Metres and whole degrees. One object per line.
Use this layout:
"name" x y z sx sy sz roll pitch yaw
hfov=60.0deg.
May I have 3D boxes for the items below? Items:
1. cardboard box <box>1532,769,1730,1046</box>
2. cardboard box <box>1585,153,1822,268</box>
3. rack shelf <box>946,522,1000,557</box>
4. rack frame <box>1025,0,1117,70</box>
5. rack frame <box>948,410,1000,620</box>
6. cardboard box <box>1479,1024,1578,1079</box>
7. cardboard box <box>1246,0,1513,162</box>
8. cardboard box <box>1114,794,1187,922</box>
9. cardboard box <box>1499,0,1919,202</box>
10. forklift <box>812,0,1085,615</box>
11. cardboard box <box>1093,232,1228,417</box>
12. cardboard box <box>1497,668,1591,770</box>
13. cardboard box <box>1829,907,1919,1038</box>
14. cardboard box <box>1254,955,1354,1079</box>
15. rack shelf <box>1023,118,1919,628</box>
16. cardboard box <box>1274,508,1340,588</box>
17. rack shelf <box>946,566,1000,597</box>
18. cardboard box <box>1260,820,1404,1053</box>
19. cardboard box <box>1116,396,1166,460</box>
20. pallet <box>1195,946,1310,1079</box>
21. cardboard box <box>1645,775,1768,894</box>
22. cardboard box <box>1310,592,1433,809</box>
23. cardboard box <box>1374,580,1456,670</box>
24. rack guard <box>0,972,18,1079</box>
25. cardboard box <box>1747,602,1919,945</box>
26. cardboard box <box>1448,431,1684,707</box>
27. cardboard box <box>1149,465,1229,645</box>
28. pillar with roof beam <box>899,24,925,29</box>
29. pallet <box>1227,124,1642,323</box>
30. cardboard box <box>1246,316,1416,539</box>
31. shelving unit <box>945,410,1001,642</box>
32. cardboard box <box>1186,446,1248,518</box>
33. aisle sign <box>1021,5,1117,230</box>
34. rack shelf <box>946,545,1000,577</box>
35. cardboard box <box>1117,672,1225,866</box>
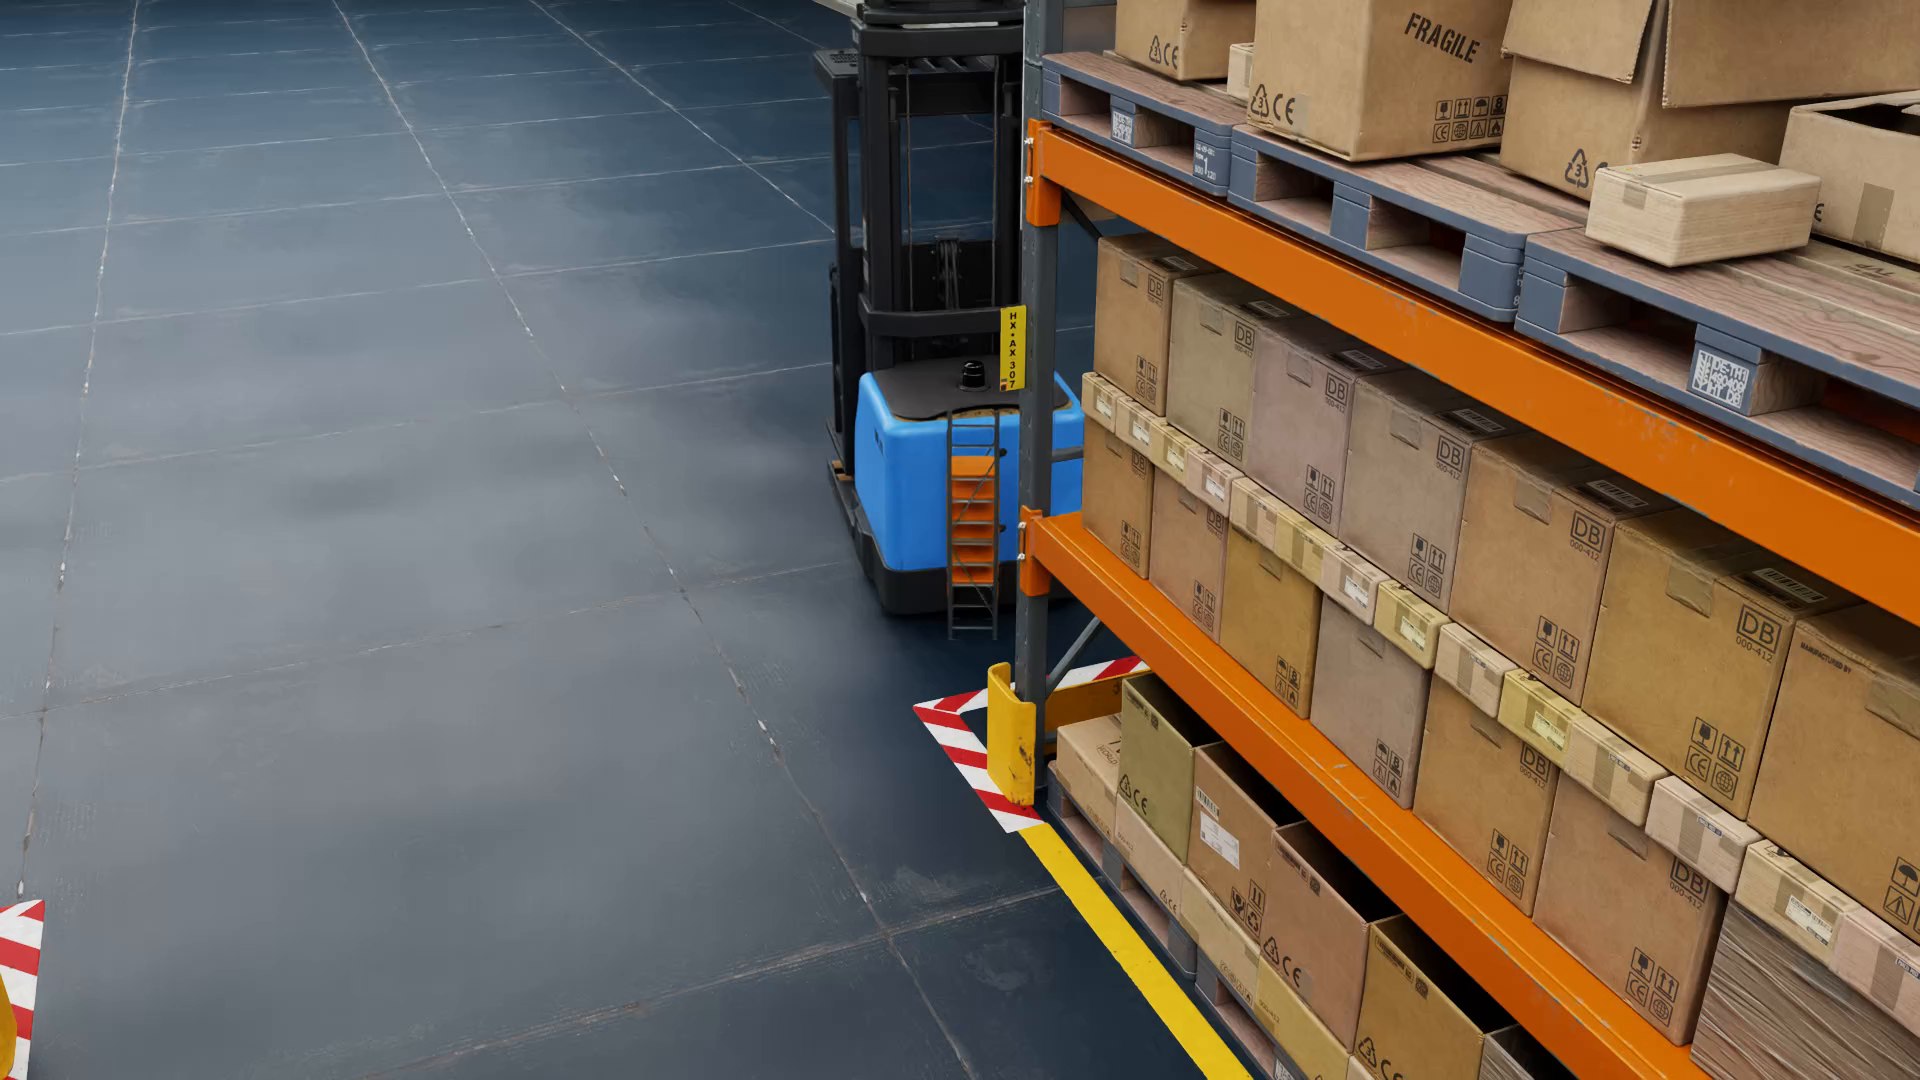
"cardboard box" 1.886 0.796 4.086 0.700 0.500 0.500 -11 28 -21
"cardboard box" 1.554 -0.696 3.485 0.380 0.149 0.250 -11 28 -21
"rack shelf" 0.063 -0.013 7.991 0.258 0.103 0.180 1 34 1
"rack frame" 0.711 -3.080 5.301 1.000 3.000 0.127 -11 28 -21
"rack frame" 0.065 -0.100 8.043 0.240 1.200 0.006 1 34 1
"cardboard box" 1.710 1.587 4.381 0.500 0.500 0.500 -11 28 -21
"cardboard box" 1.110 -1.311 4.345 0.500 0.500 0.500 -11 28 -21
"cardboard box" 0.916 1.119 6.195 0.500 0.250 0.500 -11 28 -21
"cardboard box" 1.749 -1.101 3.912 0.797 0.503 0.637 -7 27 -15
"forklift" -0.173 -1.568 9.120 1.130 2.935 3.031 -6 27 -11
"cardboard box" 0.903 -0.800 5.876 0.700 0.500 0.500 -10 28 -20
"cardboard box" 1.577 0.411 4.137 0.380 0.149 0.250 -11 28 -21
"cardboard box" 1.974 0.822 3.295 0.380 0.149 0.250 -11 28 -21
"cardboard box" 1.303 1.524 5.366 0.500 0.250 0.500 -11 28 -21
"rack shelf" 1.495 -0.601 4.463 1.077 0.370 4.000 -11 28 -21
"cardboard box" 1.173 -0.005 4.989 0.380 0.149 0.250 -11 28 -21
"rack shelf" 0.064 0.187 8.124 0.258 0.103 0.180 1 34 1
"cardboard box" 1.302 1.187 5.201 0.500 0.500 0.500 -11 28 -21
"cardboard box" 0.773 -0.419 5.835 0.380 0.149 0.250 -11 28 -22
"pallet" 1.523 1.662 5.604 1.003 0.211 1.213 -11 28 -21
"cardboard box" 1.774 0.616 3.716 0.380 0.149 0.250 -11 28 -22
"cardboard box" 1.491 0.386 4.926 0.700 0.500 0.500 -10 28 -19
"cardboard box" 1.372 0.202 4.564 0.380 0.149 0.250 -10 28 -19
"rack guard" -3.775 1.612 5.379 1.175 0.500 0.348 -11 28 -21
"cardboard box" 2.098 0.425 3.368 0.700 0.500 0.500 -10 28 -20
"cardboard box" 1.704 0.019 4.200 0.700 0.500 0.500 -11 28 -21
"cardboard box" 1.093 -0.027 5.772 0.700 0.500 0.500 -10 28 -19
"pillar with roof beam" -4.672 -10.325 20.141 9.100 9.000 0.400 -11 28 -21
"pallet" 1.446 -0.909 4.375 1.003 0.211 1.213 -11 28 -21
"cardboard box" 1.312 -0.385 5.027 0.700 0.500 0.500 -10 28 -20
"shelving unit" 0.063 -0.050 7.966 0.258 1.200 0.189 1 34 1
"cardboard box" 0.966 -0.216 5.419 0.380 0.149 0.250 -11 28 -21
"aisle sign" 0.404 -1.526 5.993 0.394 0.787 0.004 -11 28 -21
"rack shelf" 0.064 0.087 8.058 0.258 0.103 0.180 1 34 1
"cardboard box" 0.914 0.782 6.029 0.500 0.500 0.500 -11 28 -21
